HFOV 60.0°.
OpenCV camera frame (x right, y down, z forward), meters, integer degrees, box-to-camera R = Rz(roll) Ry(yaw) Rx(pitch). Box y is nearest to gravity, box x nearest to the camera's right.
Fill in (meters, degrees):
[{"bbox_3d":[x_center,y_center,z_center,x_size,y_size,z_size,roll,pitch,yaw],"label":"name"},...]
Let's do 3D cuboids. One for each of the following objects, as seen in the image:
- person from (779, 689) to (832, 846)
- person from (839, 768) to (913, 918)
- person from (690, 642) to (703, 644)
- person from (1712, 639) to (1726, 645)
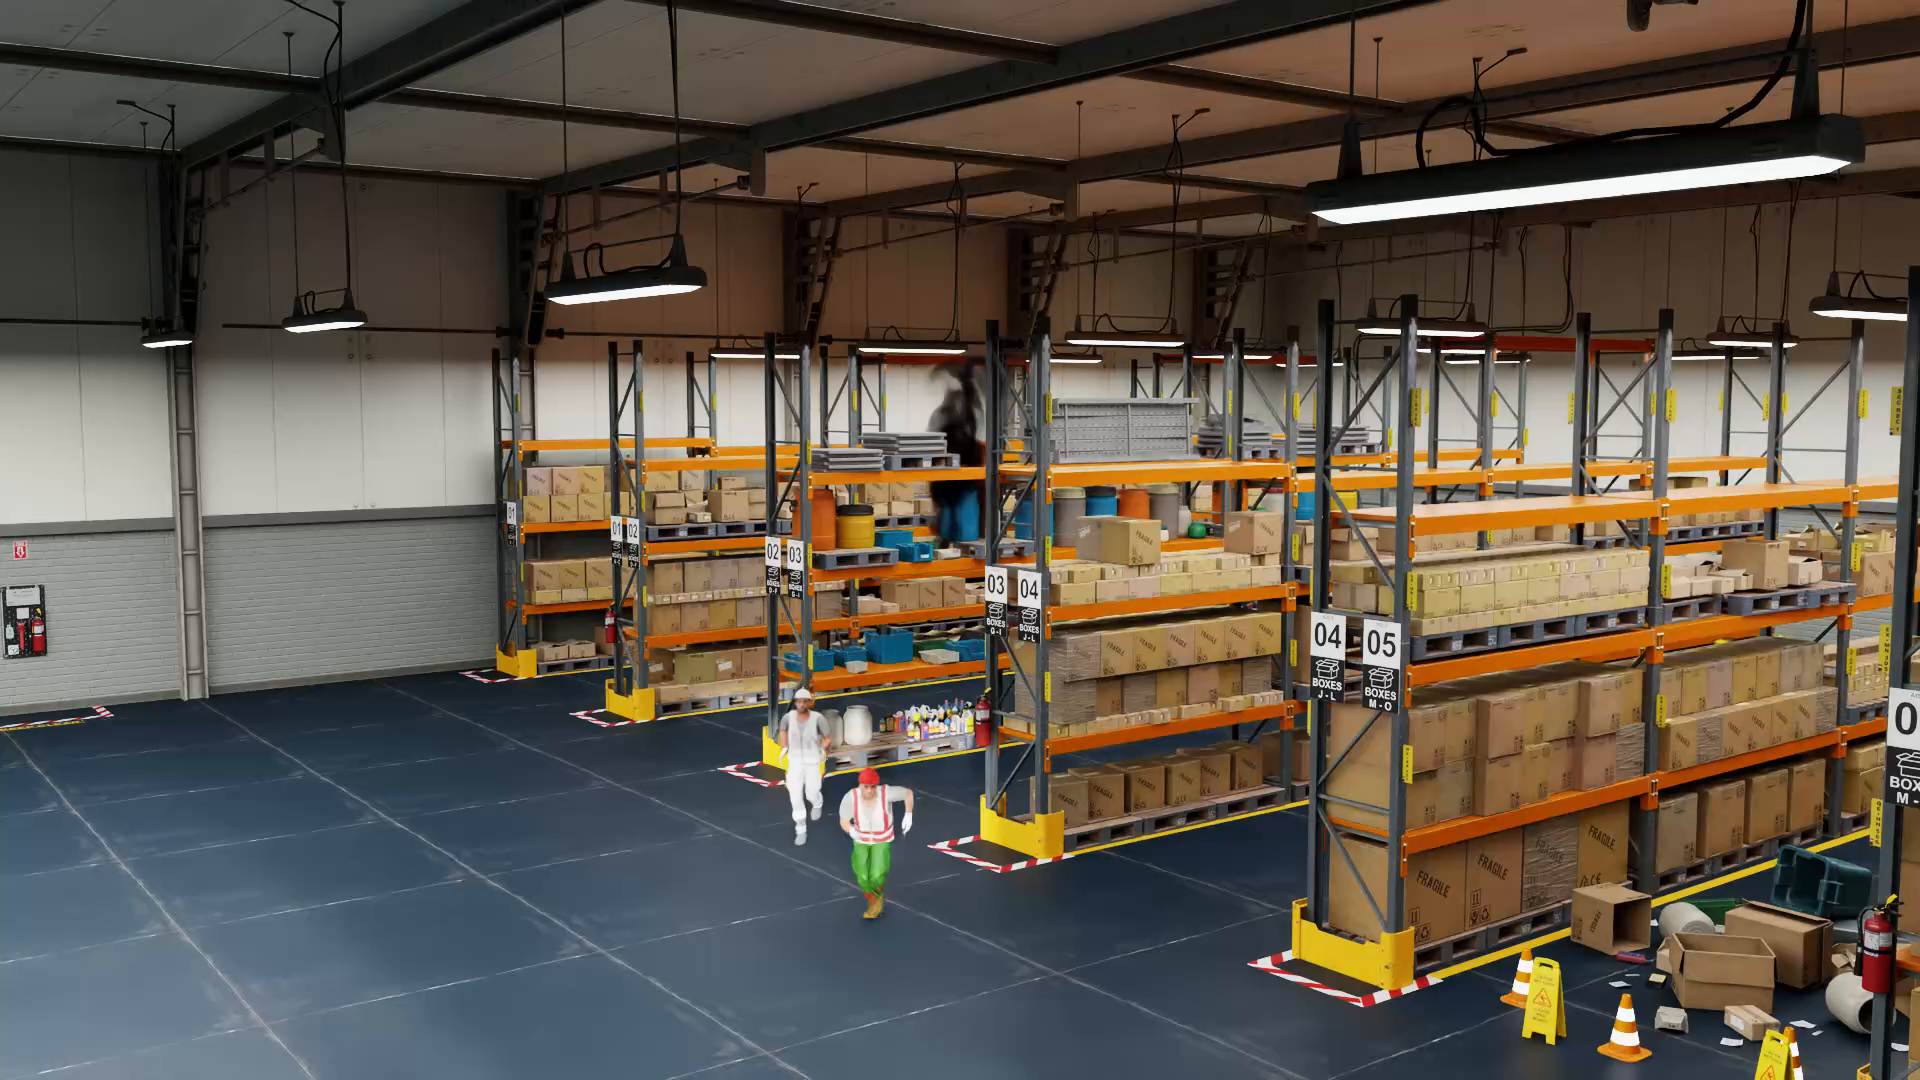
[{"bbox_3d":[-1.806,2.590,19.415,0.631,1.775,0.900,0,5,4],"label":"person"},{"bbox_3d":[-0.807,2.946,16.081,0.701,1.608,0.895,0,5,2],"label":"person"},{"bbox_3d":[-4.530,1.717,29.446,0.778,1.759,0.681,-4,6,-36],"label":"person"},{"bbox_3d":[11.039,2.250,23.864,0.972,1.705,0.707,-5,7,-42],"label":"person"}]
